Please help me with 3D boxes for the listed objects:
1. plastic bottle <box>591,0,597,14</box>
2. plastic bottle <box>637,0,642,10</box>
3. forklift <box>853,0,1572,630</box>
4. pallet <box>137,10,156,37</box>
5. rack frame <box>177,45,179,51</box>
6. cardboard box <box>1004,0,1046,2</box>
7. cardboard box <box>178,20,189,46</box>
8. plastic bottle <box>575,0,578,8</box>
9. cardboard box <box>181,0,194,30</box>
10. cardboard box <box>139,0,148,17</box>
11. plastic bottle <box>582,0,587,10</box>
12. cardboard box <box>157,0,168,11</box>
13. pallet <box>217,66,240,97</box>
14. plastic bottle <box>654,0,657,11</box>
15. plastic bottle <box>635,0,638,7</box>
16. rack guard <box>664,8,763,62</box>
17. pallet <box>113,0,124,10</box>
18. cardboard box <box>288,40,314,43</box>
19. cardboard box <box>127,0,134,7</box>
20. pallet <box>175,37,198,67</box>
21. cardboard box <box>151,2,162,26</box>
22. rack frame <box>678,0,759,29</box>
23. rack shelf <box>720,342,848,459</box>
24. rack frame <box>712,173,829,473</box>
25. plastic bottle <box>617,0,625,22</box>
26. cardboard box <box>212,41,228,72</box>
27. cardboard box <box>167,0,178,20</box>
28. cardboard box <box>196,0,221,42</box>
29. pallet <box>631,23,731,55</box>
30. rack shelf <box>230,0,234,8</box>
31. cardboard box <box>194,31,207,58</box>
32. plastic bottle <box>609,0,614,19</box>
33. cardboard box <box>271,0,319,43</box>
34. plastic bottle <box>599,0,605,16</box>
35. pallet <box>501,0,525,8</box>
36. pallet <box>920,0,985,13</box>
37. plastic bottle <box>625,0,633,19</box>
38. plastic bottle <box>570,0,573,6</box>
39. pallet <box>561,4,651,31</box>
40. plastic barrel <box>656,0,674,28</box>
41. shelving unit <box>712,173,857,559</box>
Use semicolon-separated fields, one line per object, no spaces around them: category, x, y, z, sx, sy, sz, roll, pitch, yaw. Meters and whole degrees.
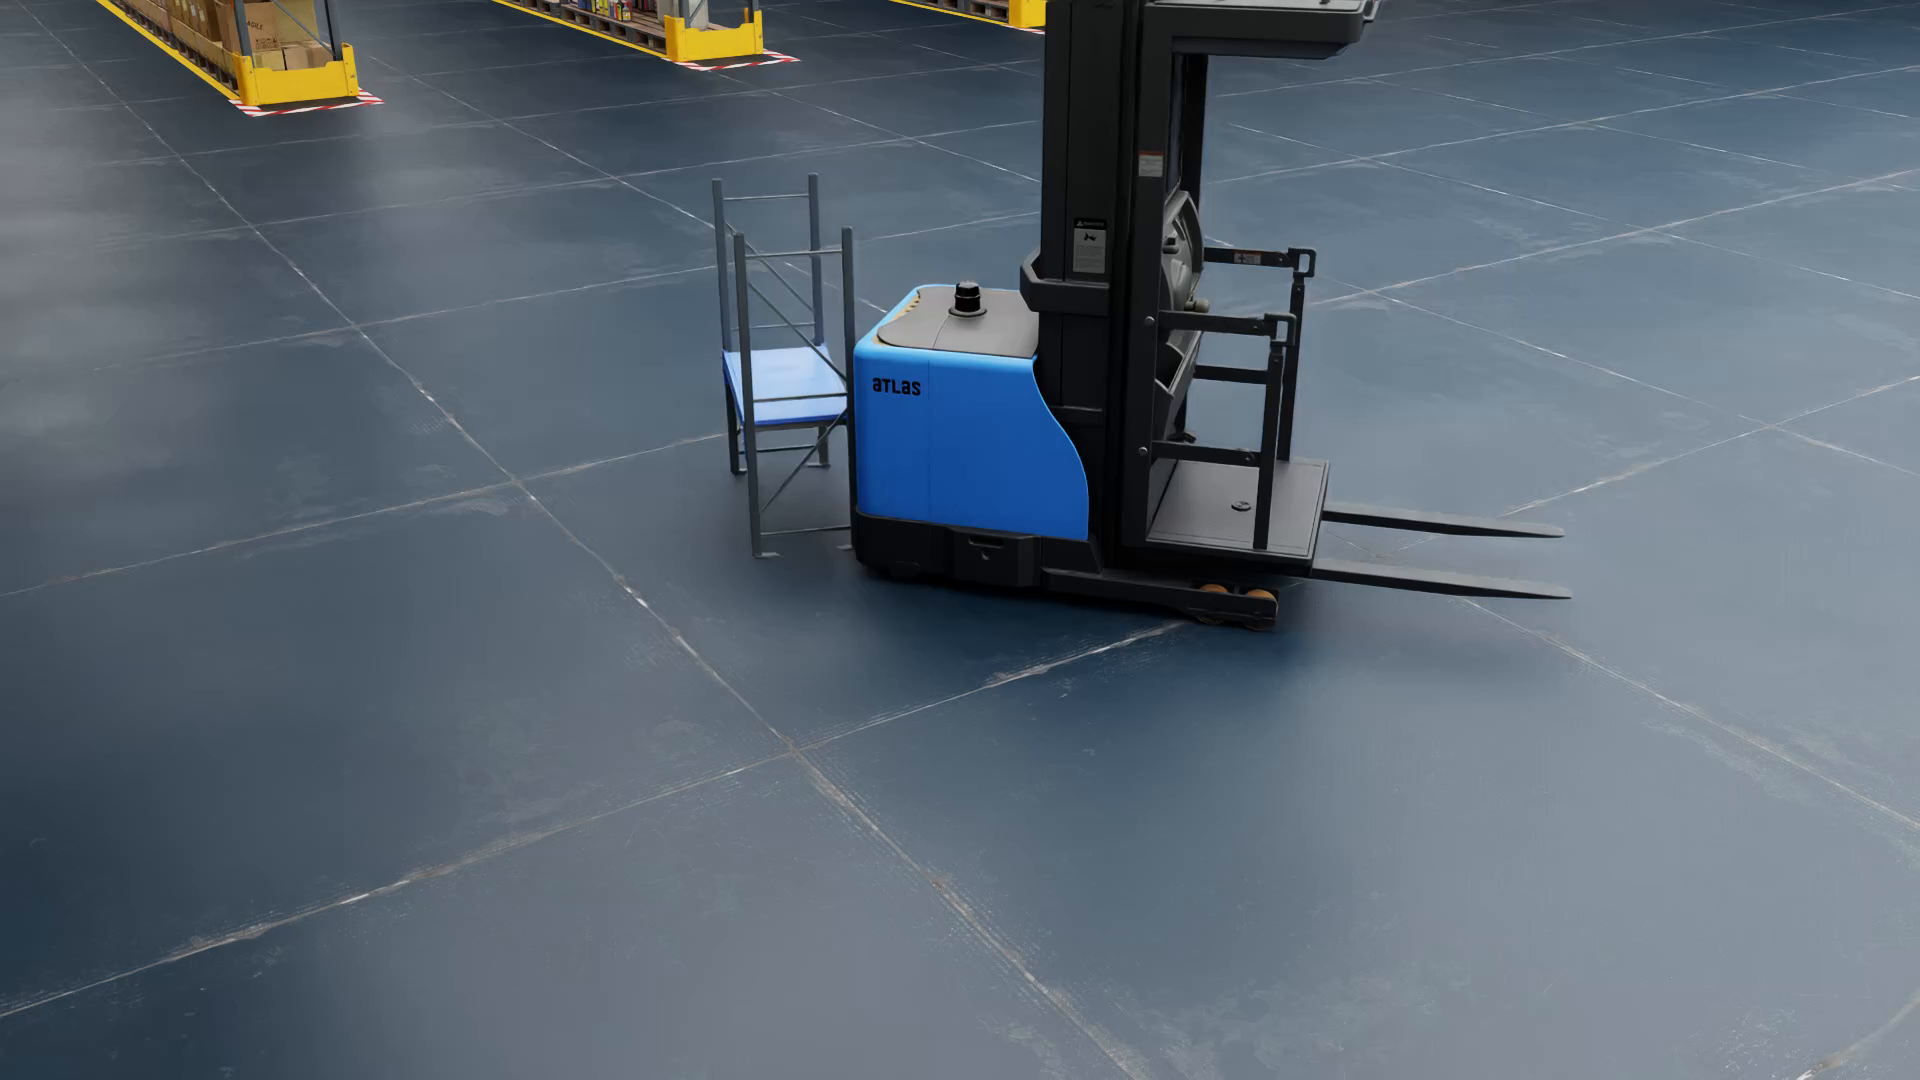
plastic bottle;-4.823;-7.111;21.966;0.061;0.283;0.133;-14;29;-27
plastic bottle;-4.272;-7.252;22.265;0.061;0.283;0.133;-16;29;-30
forklift;1.109;-1.201;6.860;3.031;2.935;1.130;7;26;14
pallet;-10.331;-6.939;22.202;1.003;0.211;1.213;-16;29;-30
rack frame;-9.226;-7.509;20.143;1.000;3.000;0.127;-16;29;-30
cardboard box;0.932;-7.672;22.925;0.500;0.500;0.500;-10;27;-20
cardboard box;-8.959;-6.039;19.757;0.500;0.250;0.500;-16;29;-30
plastic bottle;-5.157;-7.307;22.476;0.097;0.201;0.097;0;25;0
cardboard box;-8.690;-6.198;19.216;0.500;0.500;0.500;-16;29;-30
cardboard box;-10.527;-7.083;21.969;0.500;0.250;0.500;-15;29;-29
plastic bottle;-4.981;-7.278;22.240;0.144;0.351;0.185;-15;29;-28
cardboard box;-9.688;-6.787;20.685;0.500;0.311;0.500;-16;29;-30
pallet;-7.495;-5.081;18.266;1.003;0.211;1.213;-16;29;-30
plastic bottle;-4.027;-7.153;22.152;0.097;0.201;0.097;0;25;0
plastic bottle;-4.376;-7.431;22.565;0.144;0.351;0.185;-17;30;-32
rack guard;-2.972;-6.117;20.122;1.175;0.500;0.348;-16;29;-30
pallet;-11.786;-7.954;24.353;1.003;0.211;1.213;-16;29;-30
cardboard box;-7.425;-5.446;18.502;0.500;0.250;0.500;-16;29;-30
cardboard box;-11.095;-7.451;22.748;0.500;0.250;0.500;-16;30;-31
pallet;-8.827;-5.954;20.115;1.003;0.211;1.213;-16;29;-30
cardboard box;-9.970;-6.718;21.195;0.500;0.250;0.500;-16;30;-30
rack frame;-2.891;-7.231;19.554;1.000;3.000;0.127;-16;29;-30
rack shelf;-0.813;-0.672;7.839;0.538;0.185;1.000;-5;26;-11
rack frame;-0.924;-1.047;8.211;0.500;1.500;0.032;-5;26;-11
plastic bottle;-4.340;-6.794;21.295;0.061;0.283;0.133;-15;29;-28
cardboard box;-7.866;-5.324;18.243;0.500;0.250;0.500;-16;29;-30
cardboard box;-9.236;-6.556;19.974;0.500;0.500;0.500;-16;29;-30
cardboard box;-8.143;-5.841;18.459;0.500;0.500;0.500;-16;29;-30
pallet;-3.411;-6.278;20.802;1.003;0.211;1.213;-16;29;-30
rack shelf;-8.135;-6.468;18.781;1.077;0.370;4.000;-16;29;-30
cardboard box;-8.412;-5.681;19.000;0.500;0.250;0.500;-16;29;-30
plastic bottle;-4.451;-6.899;21.526;0.152;0.276;0.135;-16;30;-31
cardboard box;-7.424;-5.786;18.343;0.500;0.500;0.500;-16;29;-30
plastic bottle;-4.646;-7.058;21.775;0.144;0.351;0.185;-16;30;-30
pallet;-6.206;-8.110;24.681;1.003;0.211;1.213;-16;29;-30
pallet;0.142;-7.886;24.209;1.003;0.211;1.213;-16;29;-30
plastic bottle;-4.286;-6.878;21.473;0.061;0.283;0.133;-16;29;-30
plastic bottle;-5.268;-7.411;22.616;0.097;0.271;0.097;0;25;0
pallet;-4.743;-7.151;22.651;1.003;0.211;1.213;-16;29;-30
plastic barrel;-3.588;-6.693;20.836;0.421;0.512;0.421;0;25;0
shelving unit;-0.813;-0.835;7.762;0.538;1.500;1.048;-5;26;-11
